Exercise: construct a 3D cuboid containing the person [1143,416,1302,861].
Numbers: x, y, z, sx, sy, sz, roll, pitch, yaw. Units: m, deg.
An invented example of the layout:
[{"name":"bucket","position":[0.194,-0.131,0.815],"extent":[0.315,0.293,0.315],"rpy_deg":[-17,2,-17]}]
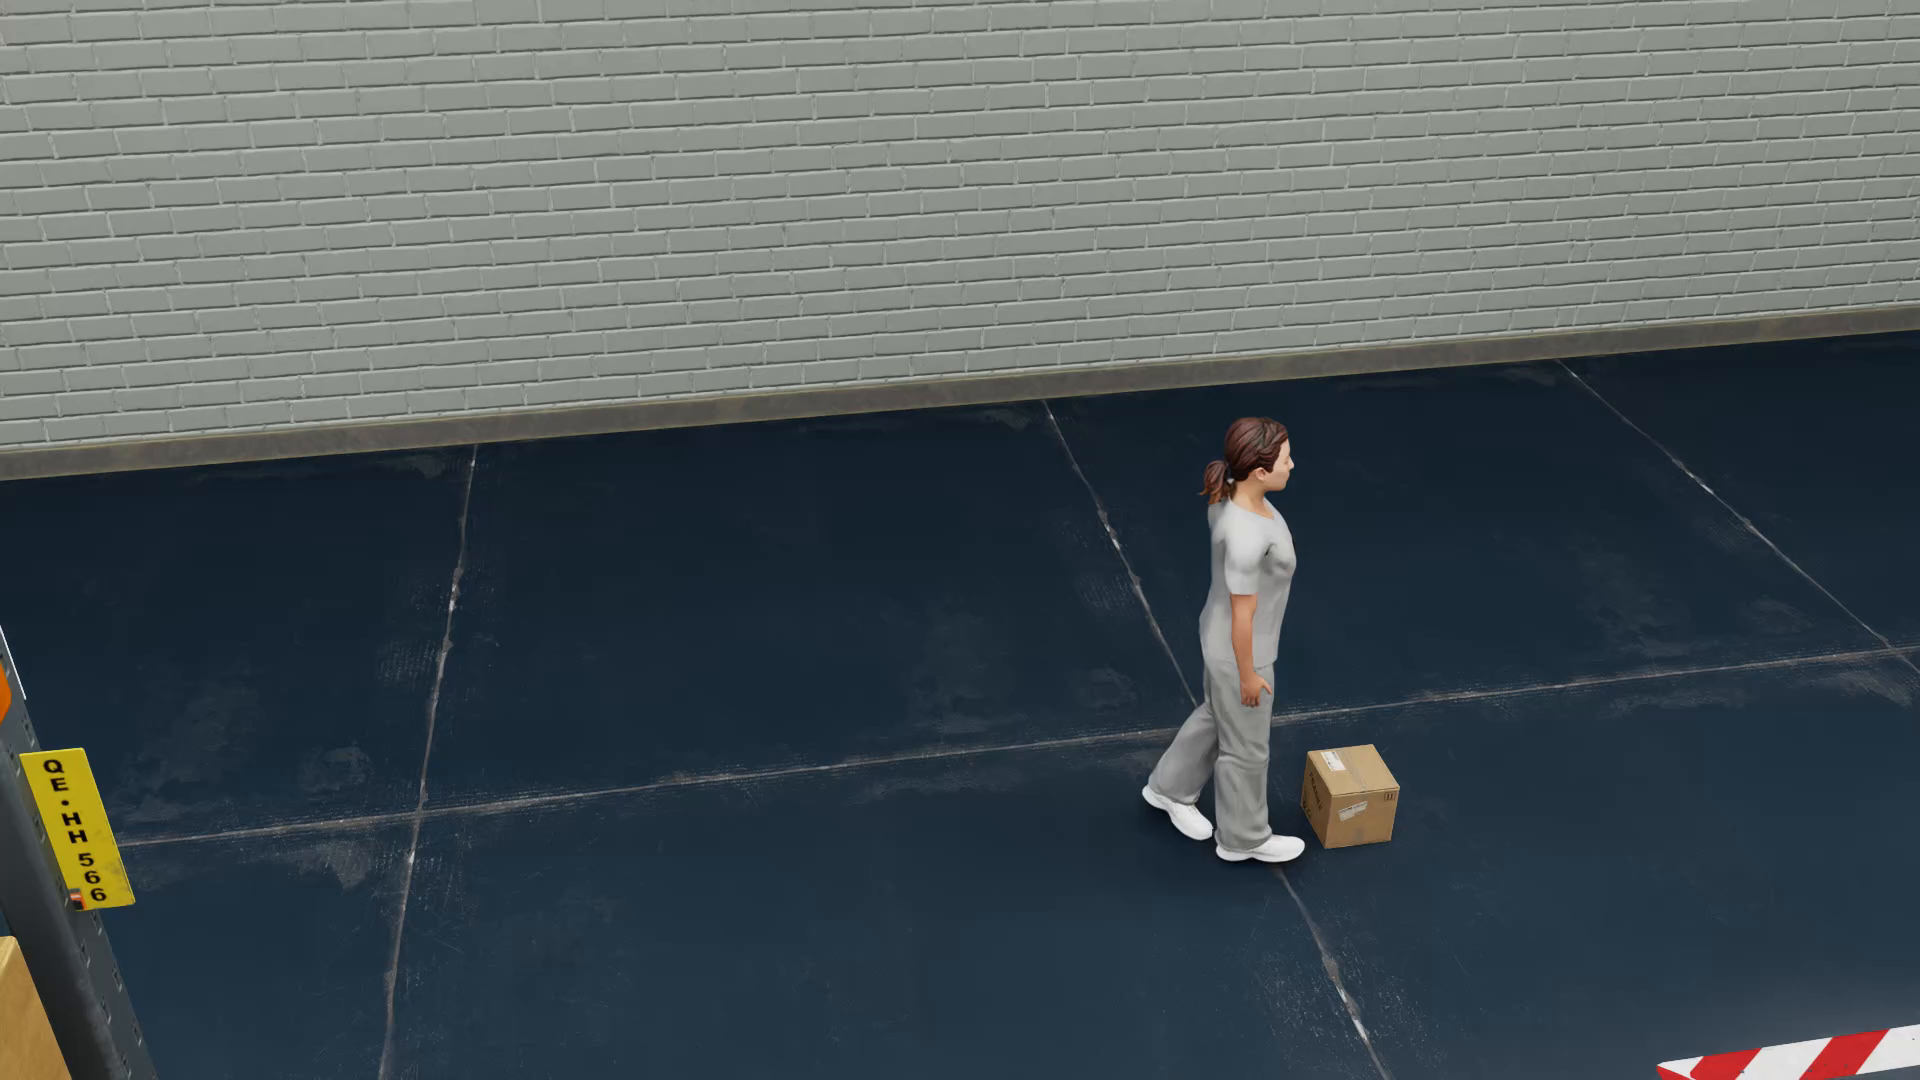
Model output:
[{"name":"person","position":[0.934,0.352,5.528],"extent":[0.544,1.675,0.448],"rpy_deg":[1,31,2]}]
